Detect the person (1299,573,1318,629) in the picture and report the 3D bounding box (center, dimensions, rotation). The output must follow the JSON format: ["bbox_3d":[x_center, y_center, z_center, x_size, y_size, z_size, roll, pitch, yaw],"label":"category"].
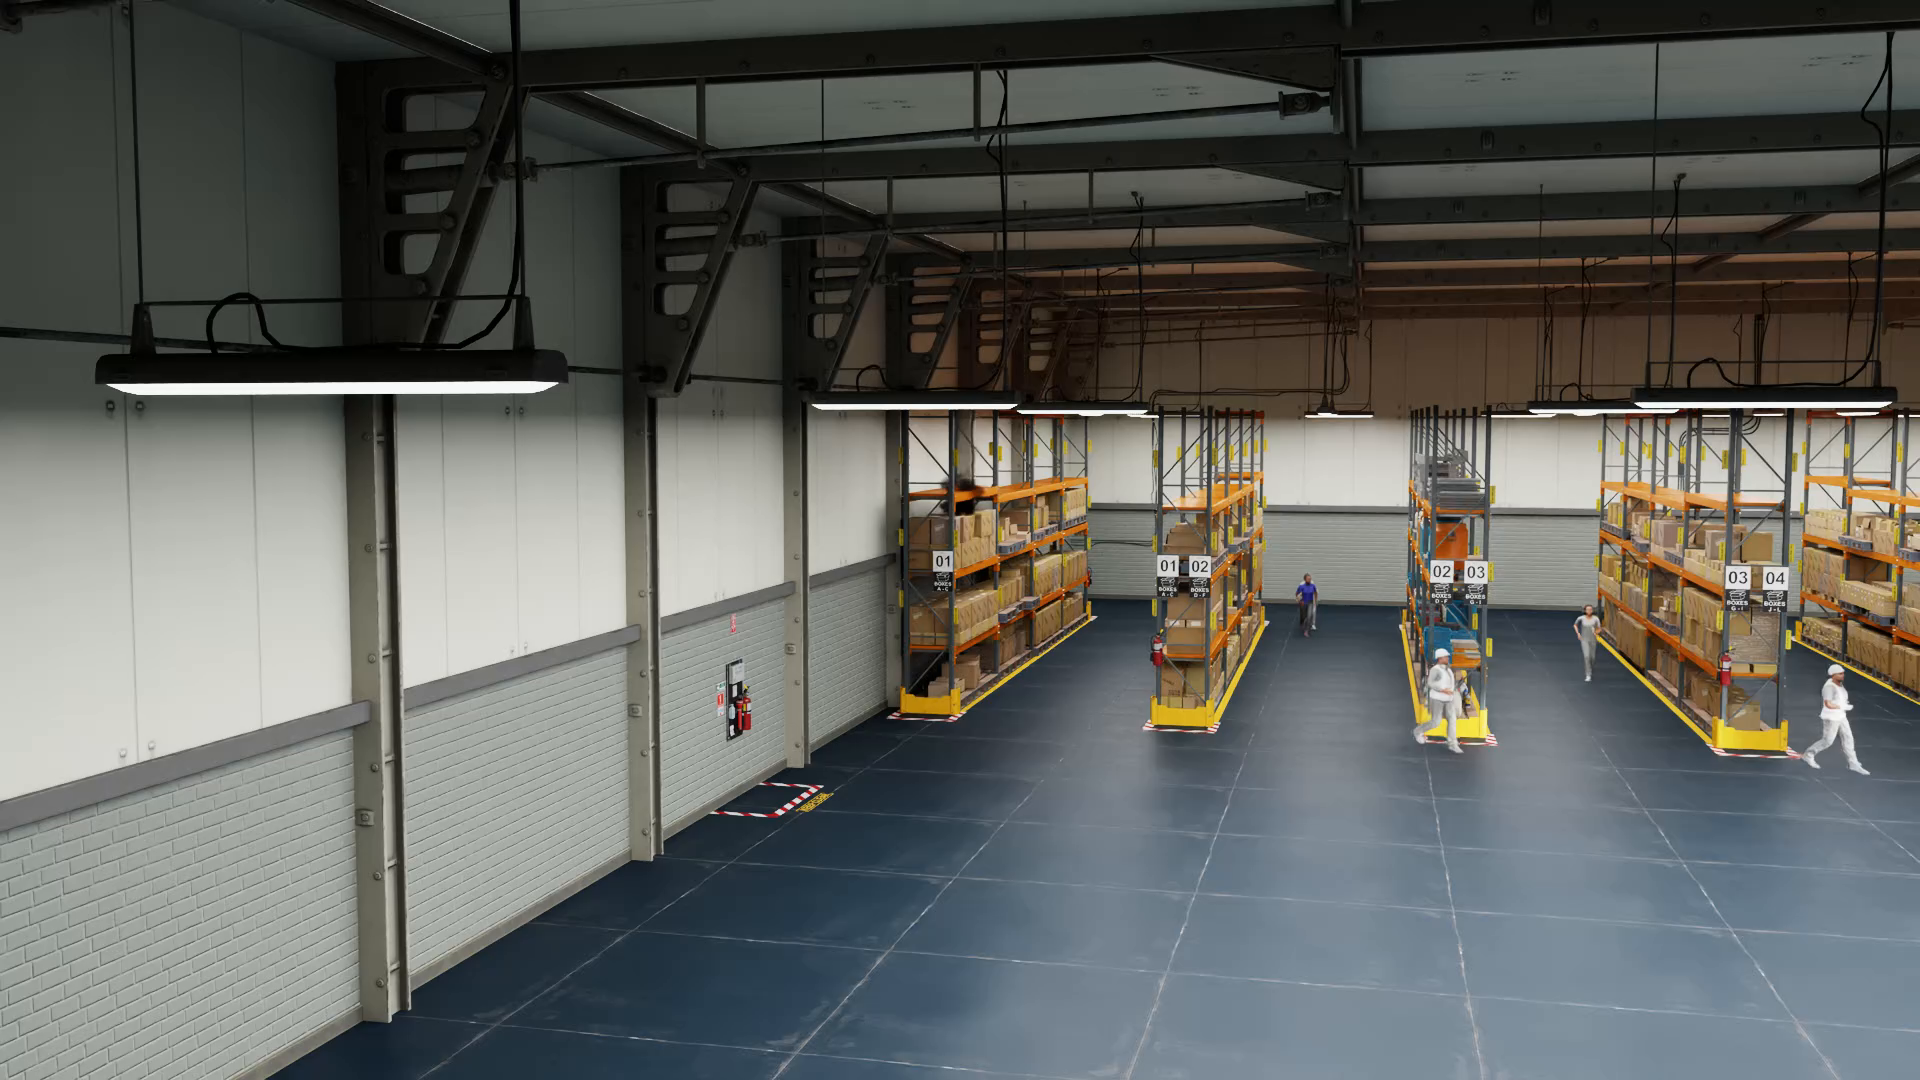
[{"bbox_3d":[9.586,1.679,45.817,0.567,1.538,0.593,0,4,-6],"label":"person"}]

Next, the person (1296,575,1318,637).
[{"bbox_3d":[9.263,1.749,44.415,0.600,1.623,0.745,0,4,-1],"label":"person"}]

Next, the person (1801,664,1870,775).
[{"bbox_3d":[14.160,2.888,26.914,1.013,1.763,0.706,4,6,44],"label":"person"}]

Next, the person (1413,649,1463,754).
[{"bbox_3d":[8.356,2.767,28.848,0.693,1.770,0.974,-3,5,-38],"label":"person"}]

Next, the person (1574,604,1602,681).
[{"bbox_3d":[13.904,2.251,36.831,0.570,1.672,0.805,1,4,13],"label":"person"}]
